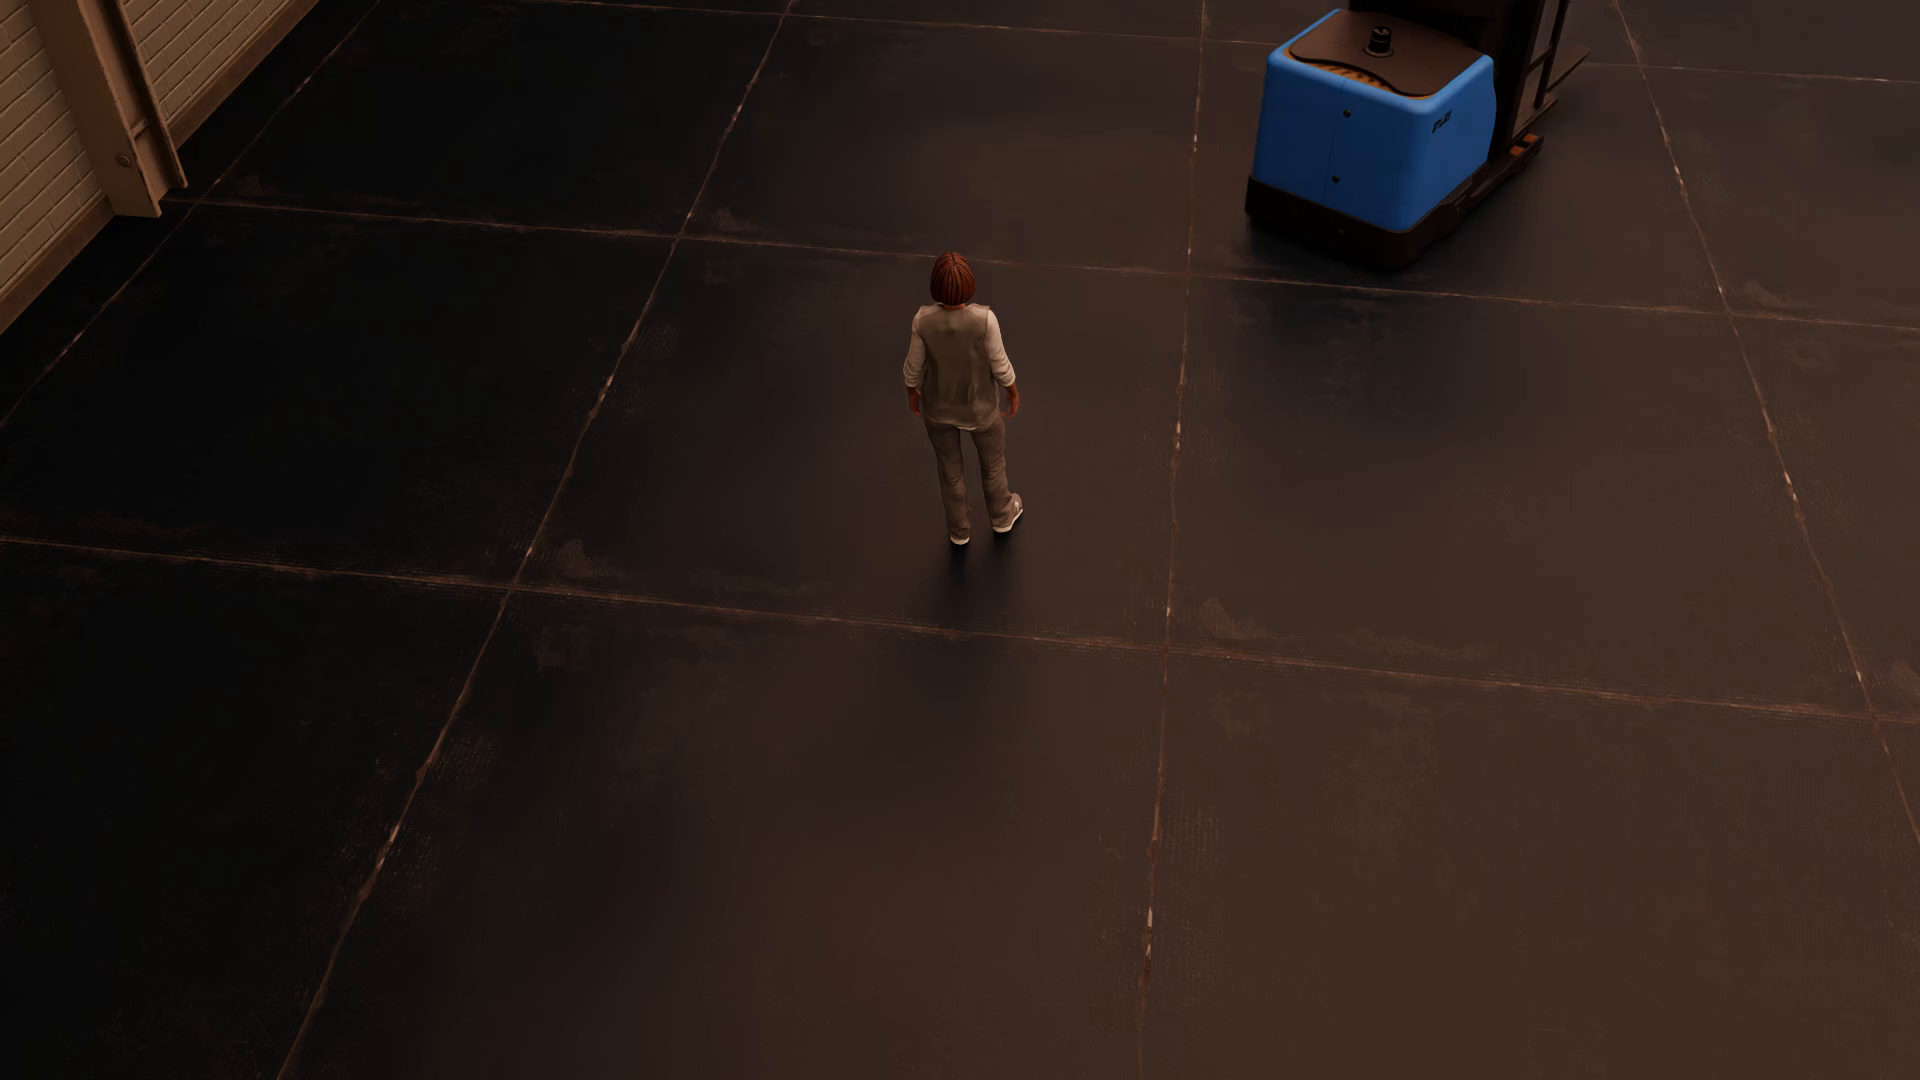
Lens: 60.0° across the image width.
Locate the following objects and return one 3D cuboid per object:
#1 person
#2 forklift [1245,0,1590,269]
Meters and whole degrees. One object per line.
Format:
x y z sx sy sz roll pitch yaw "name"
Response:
0.024 -0.642 7.399 0.520 1.599 0.473 5 43 6 "person"
3.018 -3.561 9.600 1.130 2.935 3.031 29 50 28 "forklift"
